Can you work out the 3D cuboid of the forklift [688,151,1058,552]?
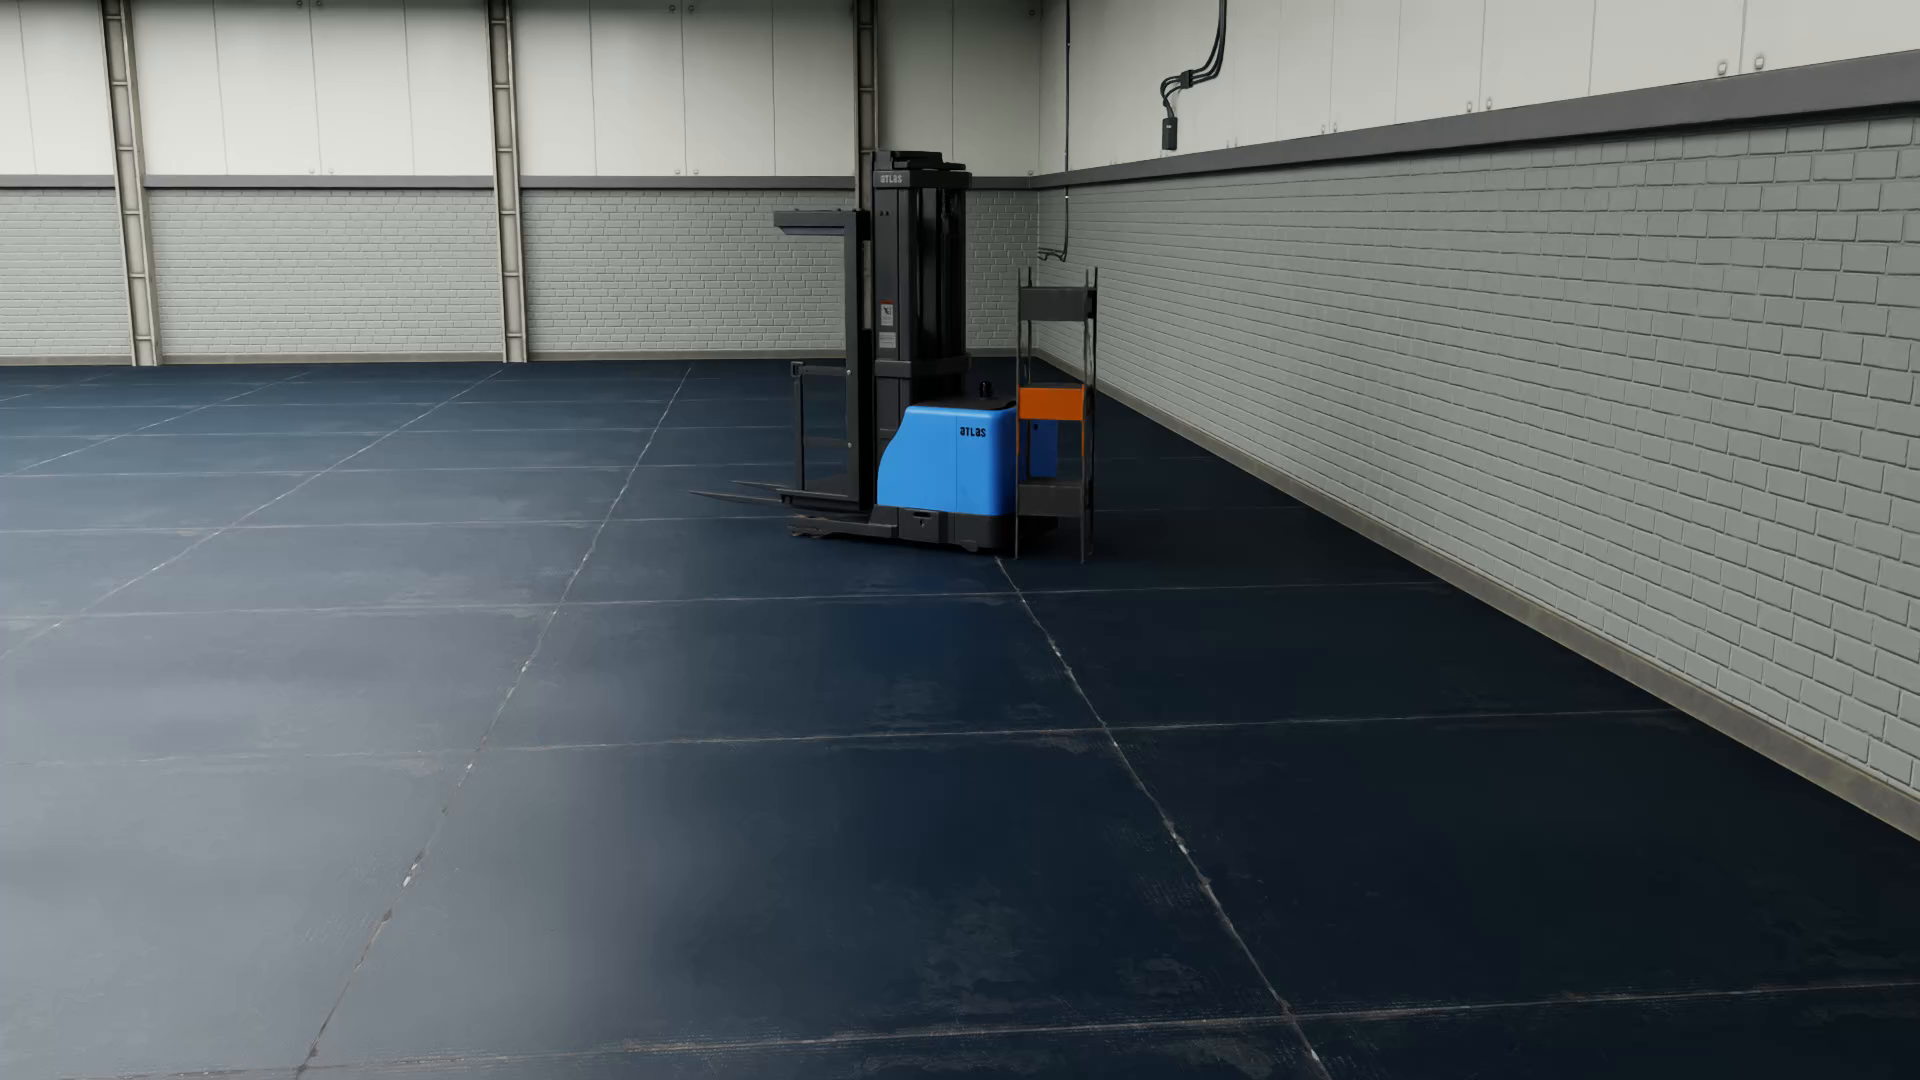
[{"bbox_3d":[-0.770,-1.530,13.053,3.031,2.935,1.130,6,13,29],"label":"forklift"}]

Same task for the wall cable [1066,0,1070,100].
[{"bbox_3d":[1.774,-7.822,24.285,0.112,2.526,3.097,-1,11,-6],"label":"wall cable"}]

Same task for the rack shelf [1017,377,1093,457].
[{"bbox_3d":[0.696,-0.892,12.035,0.480,0.518,0.431,3,11,15],"label":"rack shelf"}]

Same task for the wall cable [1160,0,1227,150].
[{"bbox_3d":[2.492,-7.234,17.521,0.169,6.003,2.305,-1,11,-6],"label":"wall cable"}]

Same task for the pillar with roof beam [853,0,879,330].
[{"bbox_3d":[-1.124,-6.753,23.890,0.400,9.000,9.100,-1,11,-6],"label":"pillar with roof beam"}]

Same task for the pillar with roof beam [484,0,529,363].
[{"bbox_3d":[-7.089,-6.628,23.254,0.400,9.000,9.100,-1,11,-6],"label":"pillar with roof beam"}]

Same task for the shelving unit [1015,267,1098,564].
[{"bbox_3d":[0.696,-0.906,12.032,0.503,2.100,0.431,3,11,15],"label":"shelving unit"}]

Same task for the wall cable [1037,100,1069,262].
[{"bbox_3d":[1.482,-5.863,27.411,0.112,2.526,3.097,-1,11,-6],"label":"wall cable"}]

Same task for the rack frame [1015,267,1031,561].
[{"bbox_3d":[0.460,-0.918,12.093,0.015,2.100,0.400,3,11,15],"label":"rack frame"}]

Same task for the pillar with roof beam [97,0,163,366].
[{"bbox_3d":[-13.054,-6.503,22.619,0.400,9.000,9.100,-1,11,-6],"label":"pillar with roof beam"}]

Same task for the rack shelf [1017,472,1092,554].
[{"bbox_3d":[0.696,-0.206,12.170,0.480,0.518,0.431,3,11,15],"label":"rack shelf"}]

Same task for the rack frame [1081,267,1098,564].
[{"bbox_3d":[0.932,-0.894,11.971,0.015,2.100,0.400,3,11,15],"label":"rack frame"}]

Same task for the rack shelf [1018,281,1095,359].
[{"bbox_3d":[0.696,-1.579,11.900,0.480,0.518,0.431,3,11,15],"label":"rack shelf"}]
